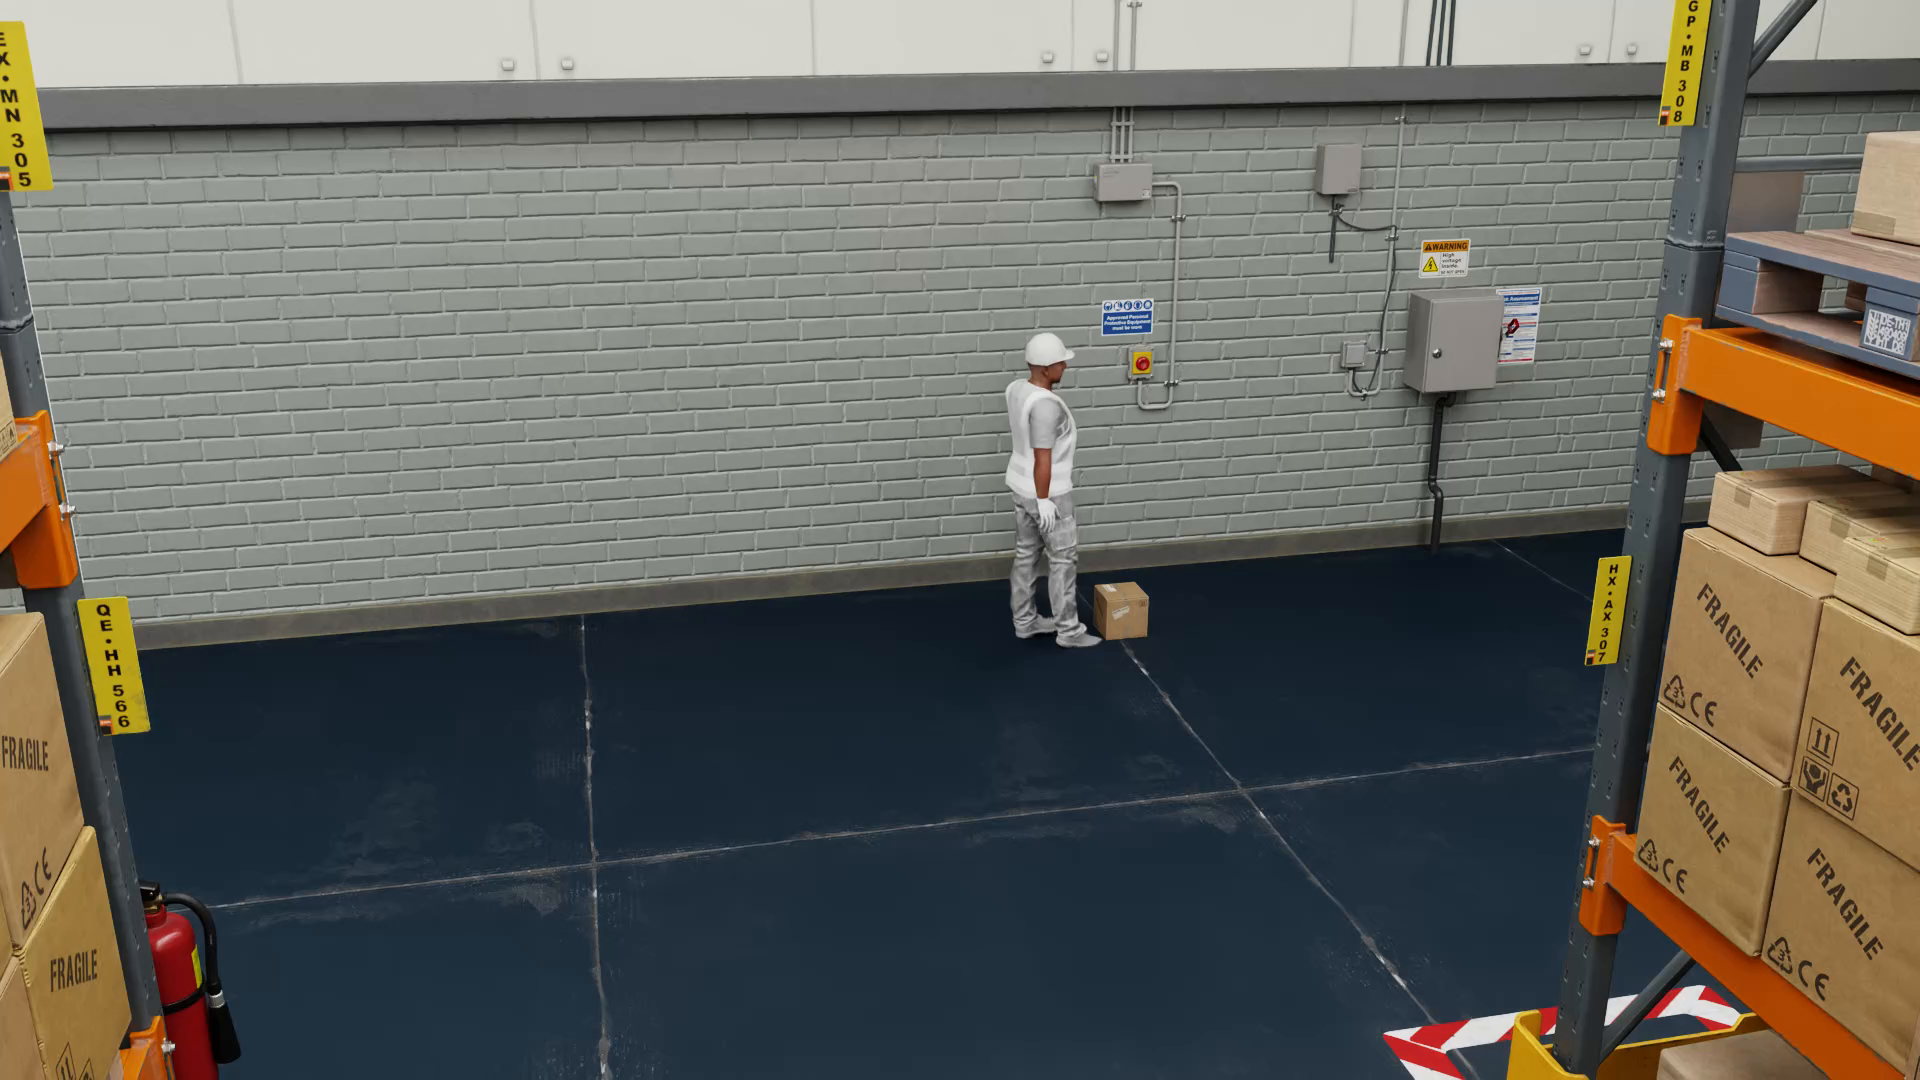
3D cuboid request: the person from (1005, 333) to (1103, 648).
[{"bbox_3d":[0.521,-0.281,9.364,0.517,1.825,0.594,-7,21,-20],"label":"person"}]
